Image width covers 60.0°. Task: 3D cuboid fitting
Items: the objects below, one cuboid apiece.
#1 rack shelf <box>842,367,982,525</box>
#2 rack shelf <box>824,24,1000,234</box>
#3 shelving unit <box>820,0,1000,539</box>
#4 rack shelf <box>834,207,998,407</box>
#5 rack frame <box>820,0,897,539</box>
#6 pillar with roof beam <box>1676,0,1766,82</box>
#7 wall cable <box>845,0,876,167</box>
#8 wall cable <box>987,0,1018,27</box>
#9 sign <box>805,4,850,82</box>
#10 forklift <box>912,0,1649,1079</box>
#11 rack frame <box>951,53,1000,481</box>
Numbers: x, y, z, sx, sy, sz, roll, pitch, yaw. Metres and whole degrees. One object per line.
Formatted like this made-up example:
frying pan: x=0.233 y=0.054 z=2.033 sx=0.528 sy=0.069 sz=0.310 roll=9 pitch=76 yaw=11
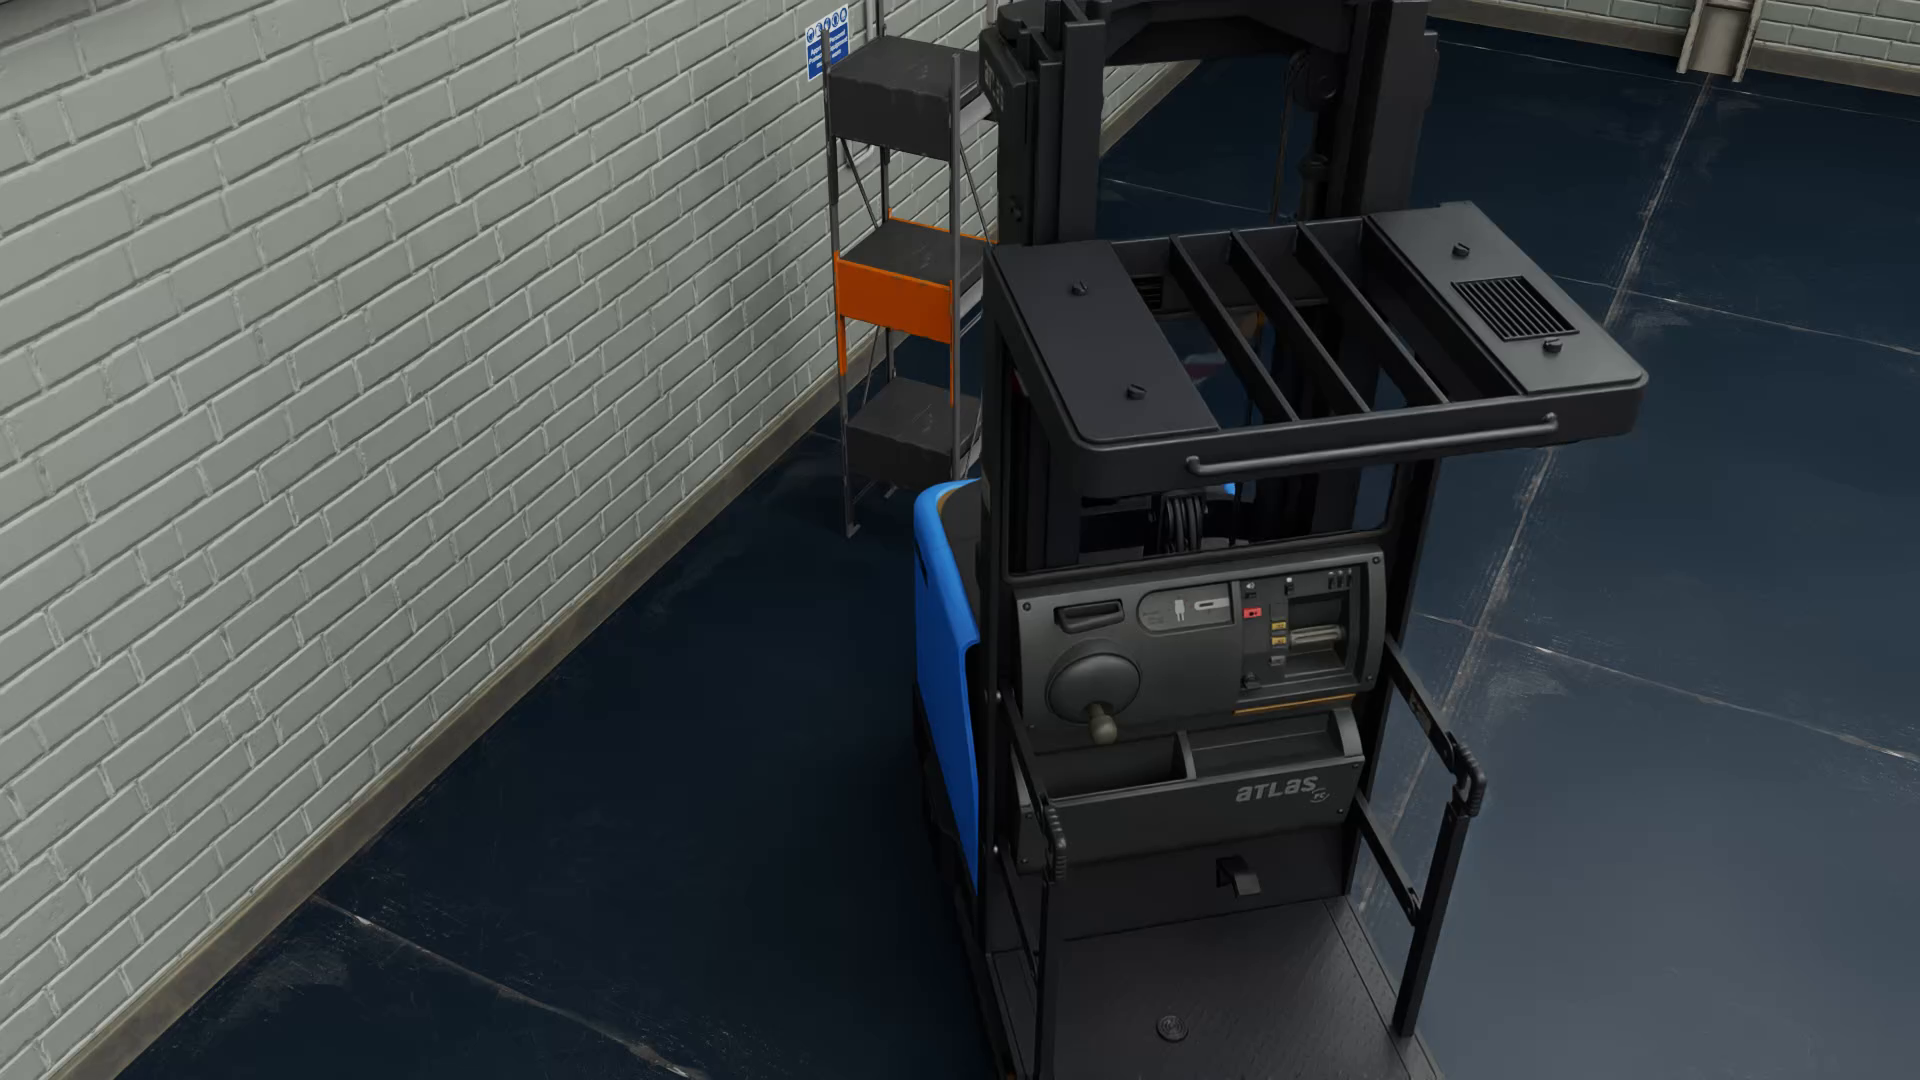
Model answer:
rack shelf: x=-0.147 y=-0.314 z=6.607 sx=0.480 sy=0.518 sz=0.431 roll=17 pitch=41 yaw=21
rack shelf: x=-0.147 y=-1.429 z=5.761 sx=0.480 sy=0.518 sz=0.431 roll=17 pitch=41 yaw=21
shelving unit: x=-0.147 y=-0.882 z=6.176 sx=0.503 sy=2.100 sz=0.431 roll=17 pitch=41 yaw=21
rack shelf: x=-0.147 y=-0.872 z=6.184 sx=0.480 sy=0.518 sz=0.431 roll=17 pitch=41 yaw=21
rack frame: x=-0.364 y=-0.950 z=6.265 sx=0.015 sy=2.100 sz=0.400 roll=17 pitch=41 yaw=21
pillar with roof beam: x=2.884 y=-4.322 z=5.001 sx=0.400 sy=9.000 sz=9.100 roll=17 pitch=41 yaw=21
wall cable: x=-0.453 y=-2.317 z=6.455 sx=0.123 sy=1.953 sz=0.585 roll=17 pitch=41 yaw=21
wall cable: x=0.189 y=-3.069 z=7.472 sx=0.122 sy=1.984 sz=0.588 roll=17 pitch=41 yaw=21
sign: x=-0.530 y=-1.998 z=6.678 sx=0.001 sy=0.218 sz=0.327 roll=17 pitch=41 yaw=21
forklift: x=0.641 y=0.327 z=3.894 sx=1.130 sy=2.935 sz=3.031 roll=-7 pitch=38 yaw=-9
rack frame: x=0.070 y=-0.815 z=6.086 sx=0.015 sy=2.100 sz=0.400 roll=17 pitch=41 yaw=21
